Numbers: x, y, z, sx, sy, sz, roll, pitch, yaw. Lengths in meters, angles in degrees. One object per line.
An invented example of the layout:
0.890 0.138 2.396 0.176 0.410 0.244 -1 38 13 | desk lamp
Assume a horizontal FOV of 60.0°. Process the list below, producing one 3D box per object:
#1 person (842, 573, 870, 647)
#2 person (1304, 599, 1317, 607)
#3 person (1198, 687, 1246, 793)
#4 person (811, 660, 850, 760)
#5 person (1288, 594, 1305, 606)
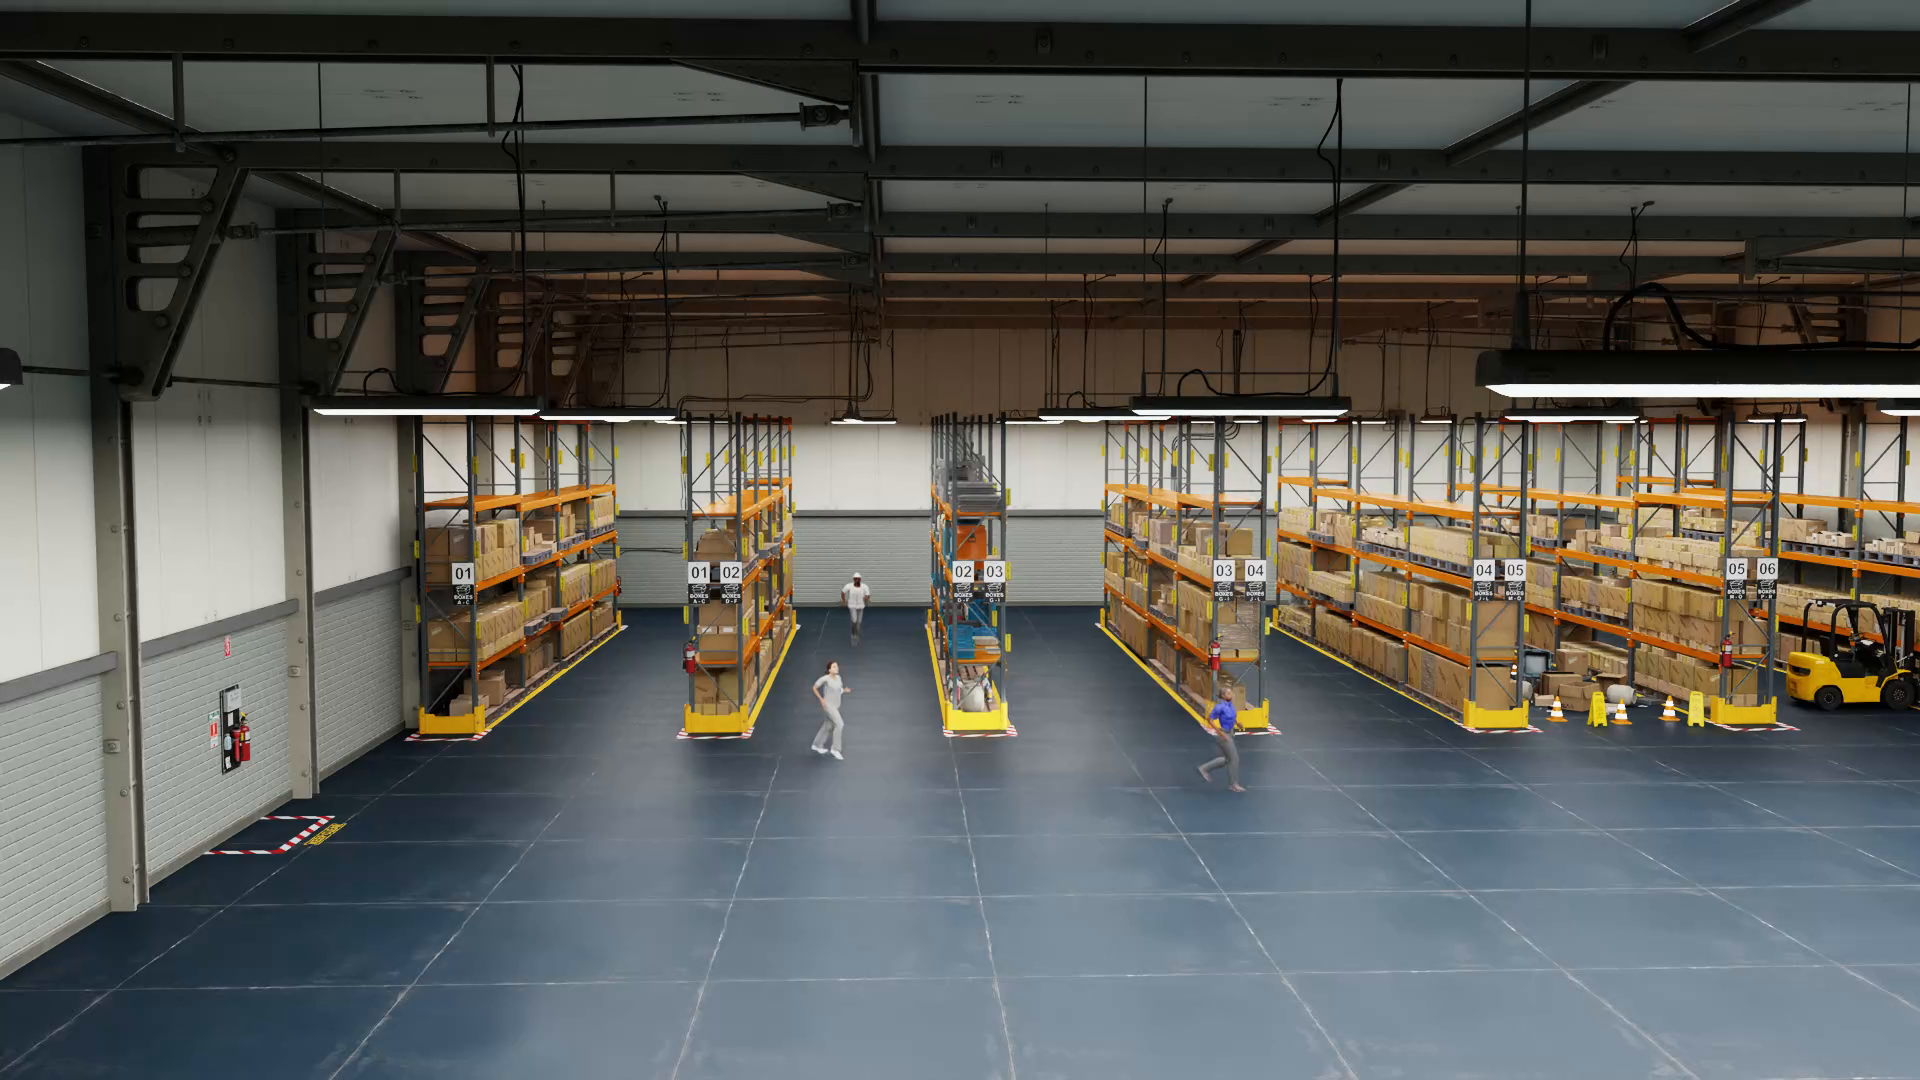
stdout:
-2.591 1.748 41.725 0.669 1.849 0.792 -1 4 -16 | person
10.403 1.530 49.020 0.639 1.725 0.683 0 4 0 | person
4.146 3.133 26.235 0.792 1.646 0.574 2 4 29 | person
-2.240 2.939 28.834 0.755 1.730 0.537 2 4 28 | person
10.019 1.562 49.084 0.670 1.705 0.678 3 5 35 | person
